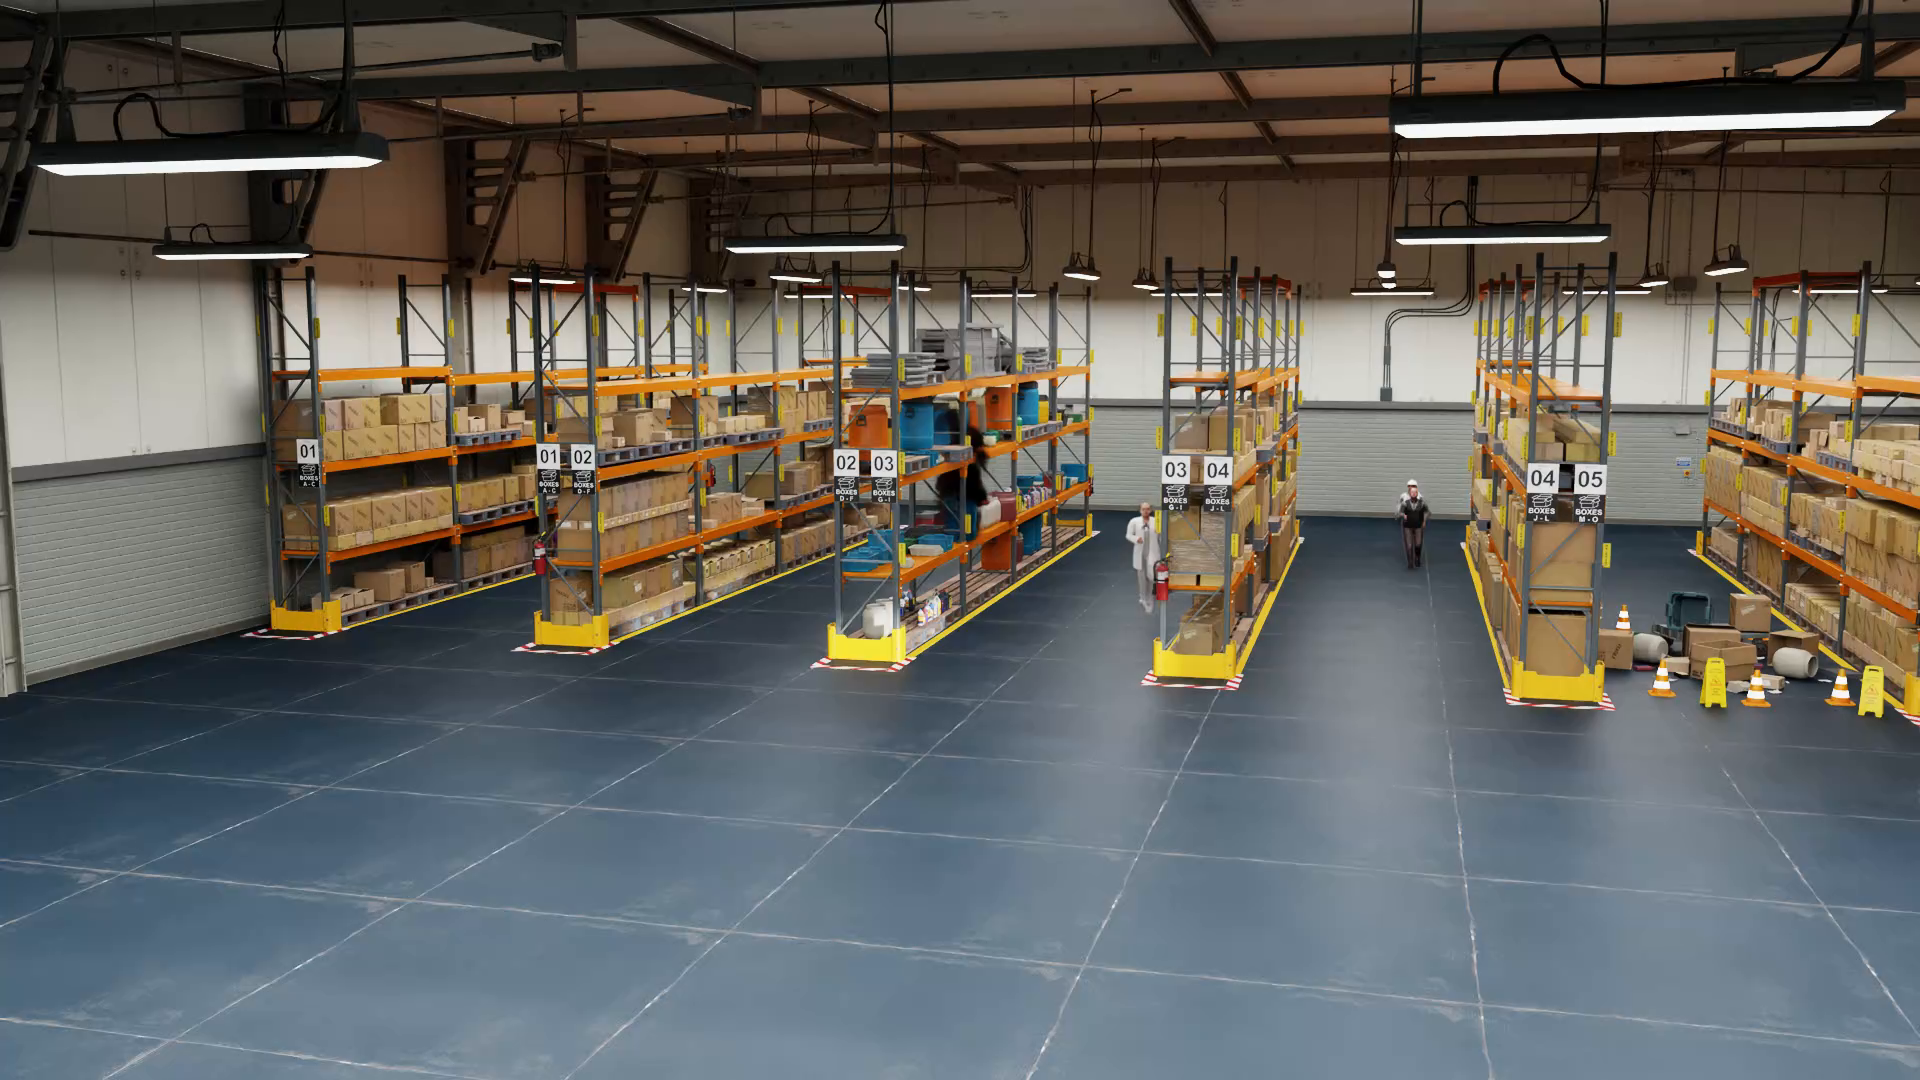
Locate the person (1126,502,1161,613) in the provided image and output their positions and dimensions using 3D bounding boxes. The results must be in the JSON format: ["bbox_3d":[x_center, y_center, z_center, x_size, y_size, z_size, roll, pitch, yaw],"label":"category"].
[{"bbox_3d":[3.146,0.294,28.138,0.668,1.866,0.858,1,7,10],"label":"person"}]

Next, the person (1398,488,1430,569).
[{"bbox_3d":[9.460,-0.238,34.676,0.638,1.686,0.638,2,8,17],"label":"person"}]

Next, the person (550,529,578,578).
[{"bbox_3d":[-7.107,0.323,30.225,0.700,1.716,0.625,1,7,8],"label":"person"}]

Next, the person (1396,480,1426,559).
[{"bbox_3d":[9.913,-0.467,36.517,0.659,1.734,0.636,3,8,20],"label":"person"}]
